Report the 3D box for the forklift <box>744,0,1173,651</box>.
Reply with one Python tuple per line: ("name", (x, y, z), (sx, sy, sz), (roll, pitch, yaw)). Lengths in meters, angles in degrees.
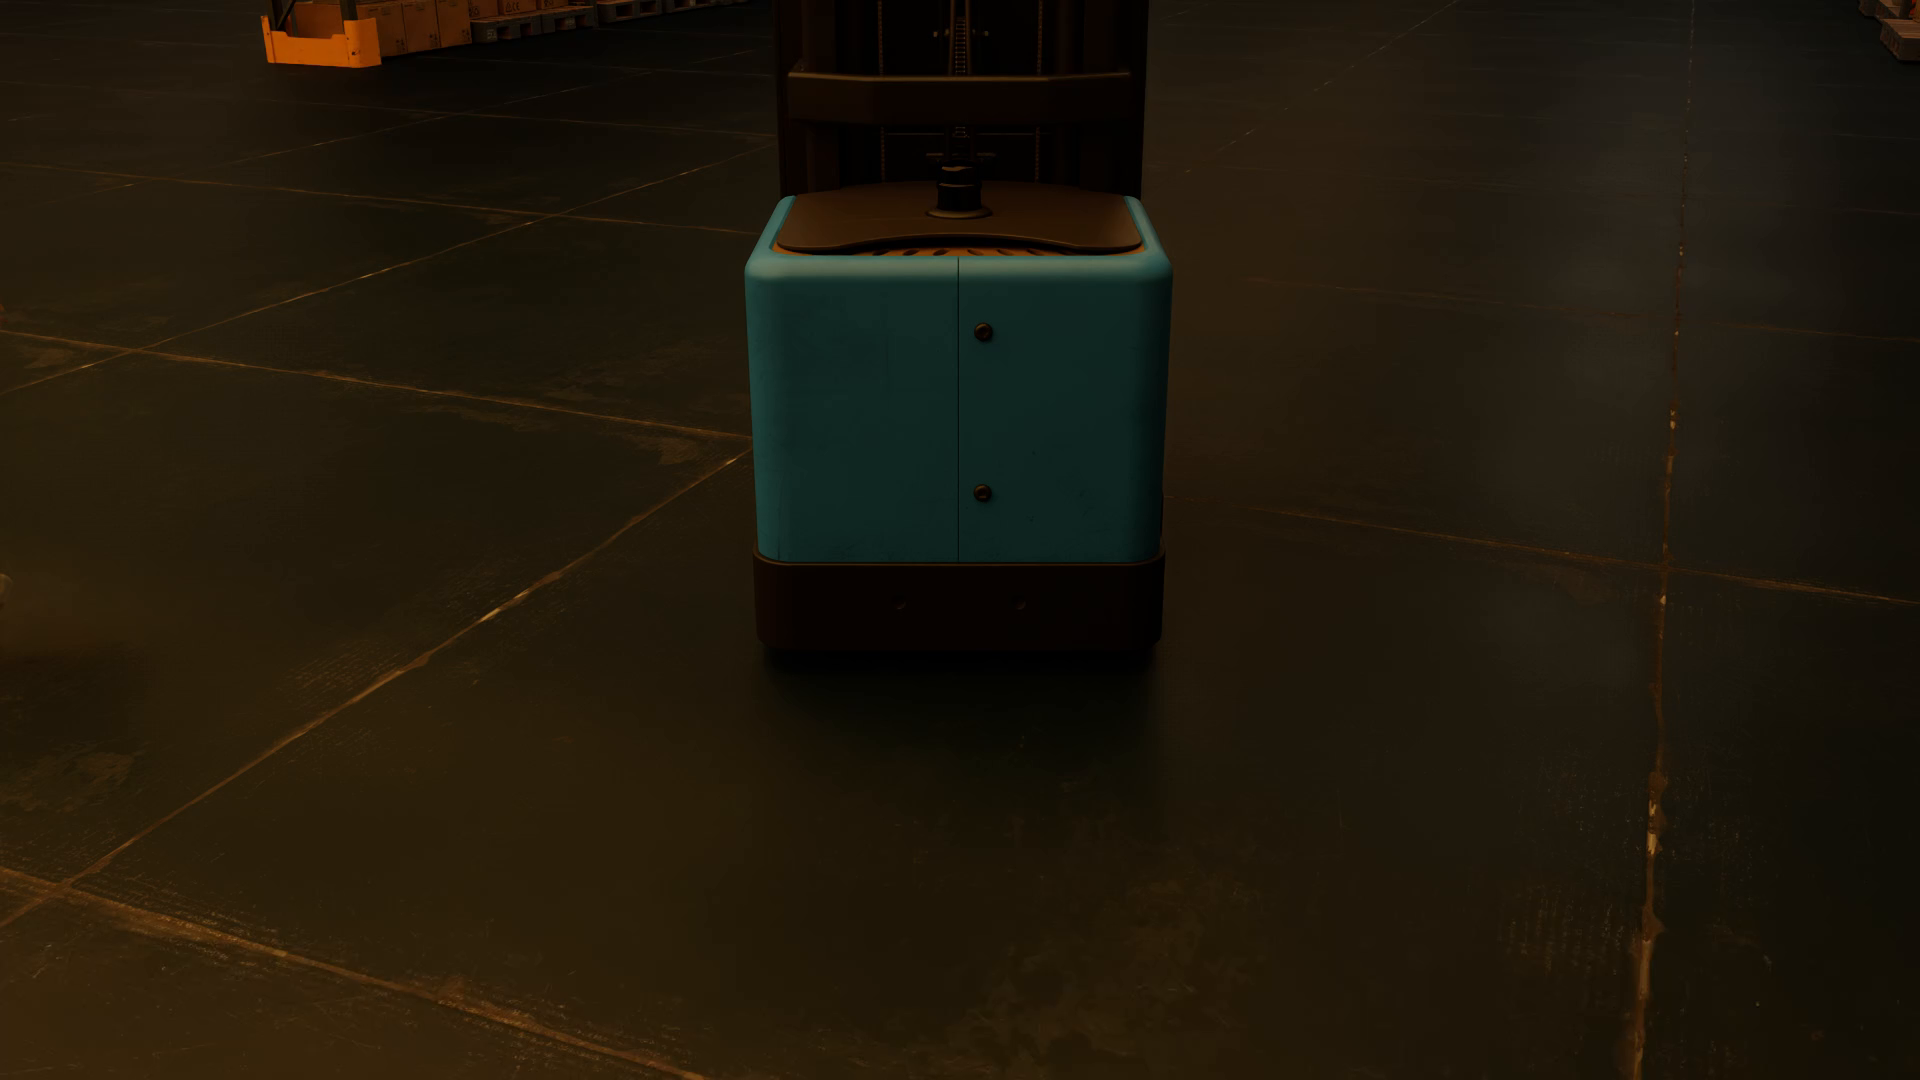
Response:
("forklift", (0.002, -1.587, 5.089), (1.130, 2.935, 3.031), (0, 23, 0))
